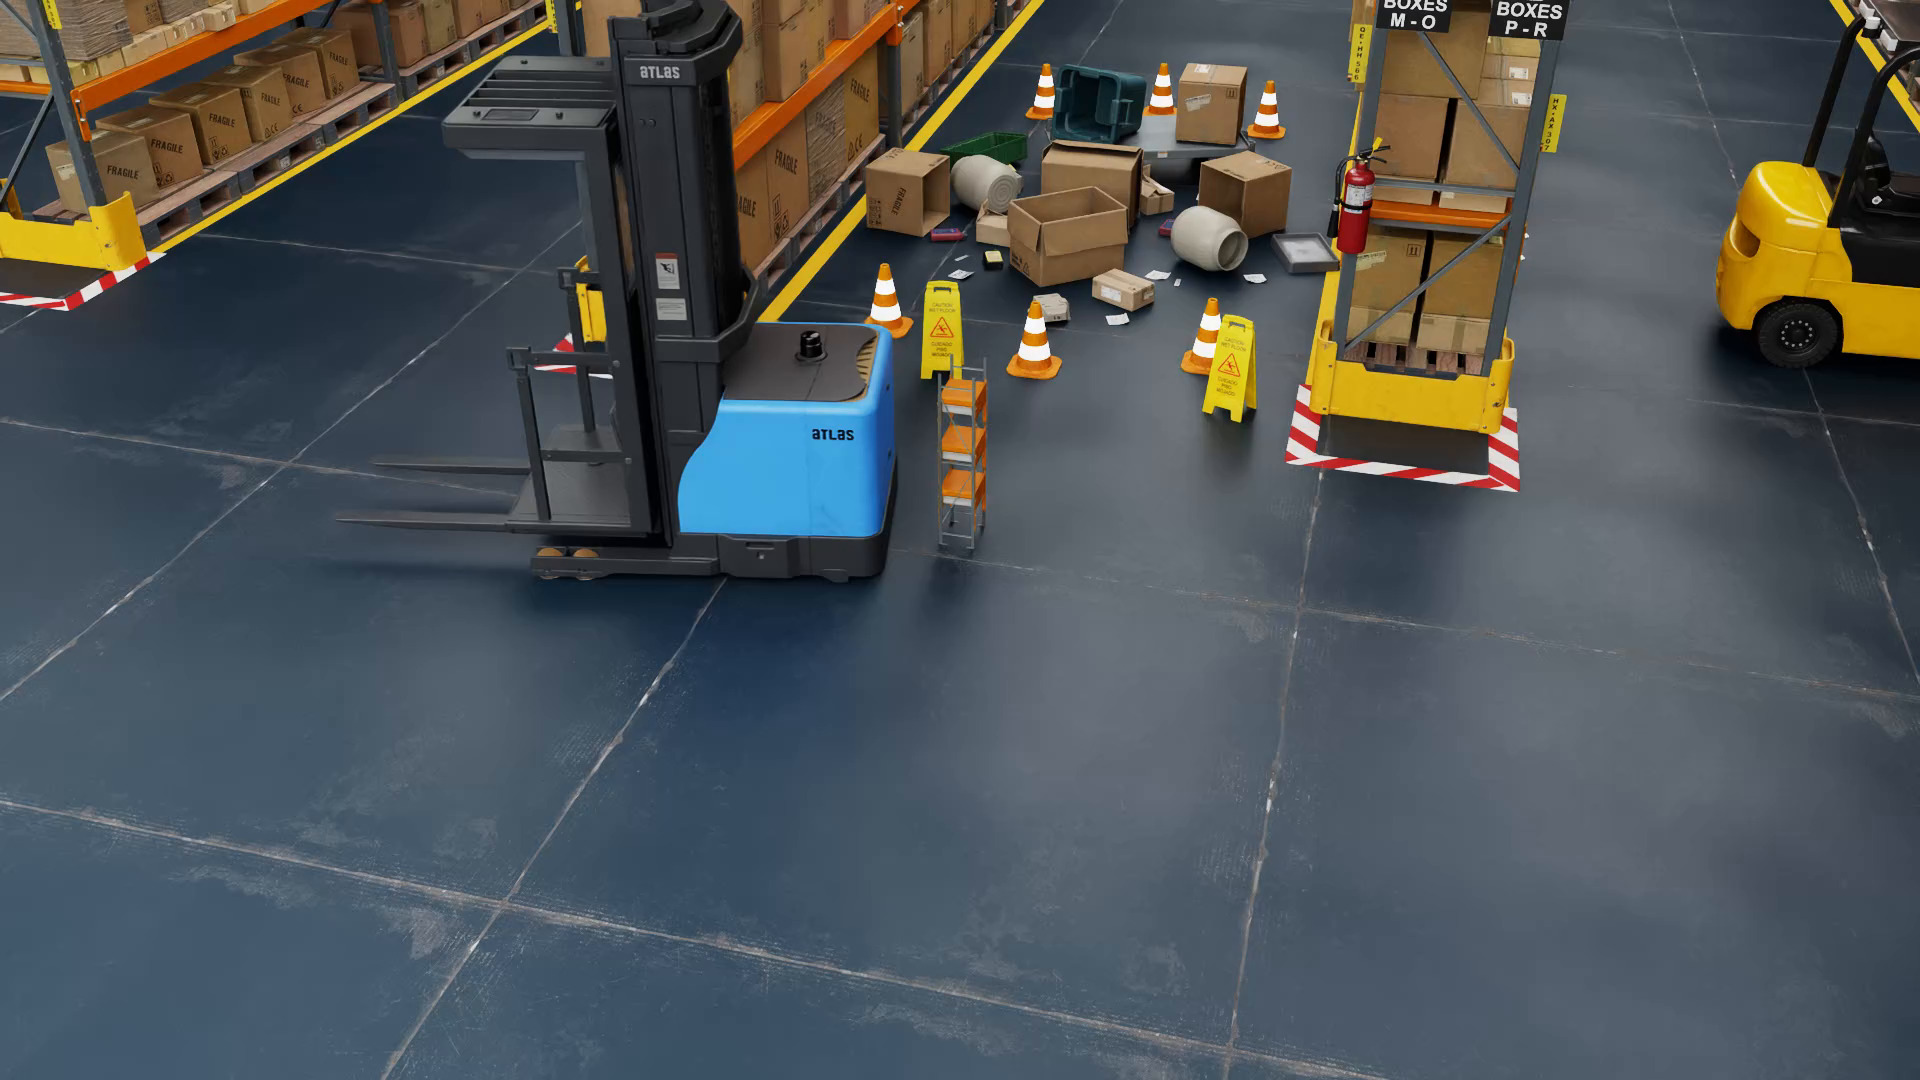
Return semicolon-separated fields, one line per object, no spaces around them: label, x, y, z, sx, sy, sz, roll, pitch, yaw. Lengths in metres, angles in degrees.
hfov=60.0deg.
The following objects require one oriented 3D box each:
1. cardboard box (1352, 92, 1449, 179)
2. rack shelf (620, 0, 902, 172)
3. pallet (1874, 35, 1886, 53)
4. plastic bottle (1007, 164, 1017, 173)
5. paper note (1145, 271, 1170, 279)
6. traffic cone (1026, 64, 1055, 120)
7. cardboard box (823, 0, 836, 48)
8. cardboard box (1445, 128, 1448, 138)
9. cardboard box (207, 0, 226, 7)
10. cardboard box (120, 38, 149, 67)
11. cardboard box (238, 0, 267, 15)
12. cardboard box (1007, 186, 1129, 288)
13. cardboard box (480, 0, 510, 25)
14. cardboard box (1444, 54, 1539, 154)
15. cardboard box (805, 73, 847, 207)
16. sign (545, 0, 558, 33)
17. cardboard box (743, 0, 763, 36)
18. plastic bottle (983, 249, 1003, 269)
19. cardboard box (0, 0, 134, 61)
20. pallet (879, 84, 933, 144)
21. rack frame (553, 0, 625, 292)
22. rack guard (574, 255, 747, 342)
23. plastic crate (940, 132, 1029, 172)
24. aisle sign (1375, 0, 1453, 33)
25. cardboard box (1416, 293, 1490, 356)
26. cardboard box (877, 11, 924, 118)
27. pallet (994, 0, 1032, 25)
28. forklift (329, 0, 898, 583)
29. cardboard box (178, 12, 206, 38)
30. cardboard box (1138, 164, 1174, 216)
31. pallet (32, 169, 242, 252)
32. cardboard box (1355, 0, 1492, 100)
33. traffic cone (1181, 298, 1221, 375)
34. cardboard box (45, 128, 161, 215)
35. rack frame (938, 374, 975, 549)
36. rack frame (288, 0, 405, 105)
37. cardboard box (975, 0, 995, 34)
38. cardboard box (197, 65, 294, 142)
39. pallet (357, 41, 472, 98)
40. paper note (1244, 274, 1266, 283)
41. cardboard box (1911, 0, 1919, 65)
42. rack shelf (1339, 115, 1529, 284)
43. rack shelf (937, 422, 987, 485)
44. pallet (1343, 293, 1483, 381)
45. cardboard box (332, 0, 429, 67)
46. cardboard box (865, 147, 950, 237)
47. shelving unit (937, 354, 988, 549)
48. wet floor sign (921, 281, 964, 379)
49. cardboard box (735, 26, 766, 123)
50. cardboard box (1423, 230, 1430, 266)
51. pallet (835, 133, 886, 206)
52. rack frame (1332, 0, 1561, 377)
cardboard box;2.664;-2.530;10.064;0.500;0.500;0.500;7;33;12
rack shelf;-1.513;-3.399;12.472;1.077;0.370;4.000;8;33;12
pallet;10.163;-5.358;17.481;1.003;0.211;1.213;8;33;12
plastic bottle;0.384;-3.152;14.151;0.133;0.061;0.283;-8;33;-13
paper note;1.468;-1.968;12.327;0.148;0.019;0.142;20;38;29
traffic cone;0.795;-4.160;15.363;0.336;0.463;0.334;8;33;12
cardboard box;-1.456;-4.058;12.698;0.875;0.550;0.550;8;33;12
cardboard box;3.427;-2.755;11.021;0.380;0.149;0.250;9;34;14
cardboard box;-6.309;-4.629;13.366;0.875;0.500;0.500;8;33;12
cardboard box;-6.330;-3.657;12.441;0.380;0.149;0.250;8;33;12
cardboard box;-5.943;-4.434;13.664;0.380;0.149;0.250;8;33;12
cardboard box;0.790;-2.246;12.314;0.797;0.503;0.637;-14;35;-21
cardboard box;-5.179;-5.740;17.403;0.700;0.500;0.500;11;34;16
cardboard box;3.310;-2.688;10.313;0.500;0.500;0.500;9;34;14
cardboard box;-1.458;-3.236;13.133;0.875;0.875;0.875;8;33;13
sign;-2.542;-3.335;10.399;0.100;0.325;0.005;8;33;12
cardboard box;-1.839;-3.669;11.079;0.875;0.550;0.550;8;33;12
plastic bottle;0.246;-2.123;12.533;0.133;0.061;0.283;-3;33;-4
cardboard box;-6.626;-3.842;12.127;0.875;0.500;0.500;8;33;12
pallet;-0.883;-3.975;15.305;1.003;0.211;1.213;8;33;12
rack frame;-2.021;-2.665;10.646;1.000;3.000;0.127;8;33;12
rack guard;-2.027;-1.598;11.297;1.175;0.500;0.348;8;33;12
plastic crate;0.218;-3.310;14.228;0.662;0.188;0.450;-28;32;-37
aisle sign;2.497;-3.148;8.982;0.394;0.787;0.004;8;33;12
cardboard box;3.265;-1.441;10.893;0.500;0.250;0.500;8;33;12
cardboard box;-0.935;-4.303;14.928;1.050;0.750;0.750;8;33;12
pallet;0.209;-6.045;18.562;1.003;0.211;1.213;8;33;12
forklift;-1.893;-1.302;8.565;3.031;2.935;1.130;2;32;3
cardboard box;-6.179;-4.052;13.062;0.380;0.149;0.250;8;33;12
cardboard box;1.525;-2.835;13.462;0.258;0.266;0.396;-14;35;-21
pallet;-6.533;-2.672;13.256;1.003;0.211;1.213;8;33;12
cardboard box;2.711;-2.928;9.757;0.700;0.500;0.500;7;33;11
traffic cone;1.654;-1.372;10.976;0.336;0.463;0.334;8;33;12
cardboard box;-6.618;-2.837;12.855;0.500;0.500;0.500;14;35;21
rack frame;-0.017;-0.408;8.912;0.200;1.050;0.008;8;33;12
rack frame;-5.777;-5.468;15.056;1.000;3.000;0.127;8;33;12
cardboard box;-0.232;-5.740;17.189;1.050;0.750;0.750;8;33;12
cardboard box;-6.137;-3.757;14.303;0.500;0.500;0.500;5;33;8
pallet;-5.581;-4.696;16.440;1.003;0.211;1.213;8;33;12
paper note;2.180;-1.936;12.267;0.142;0.019;0.148;-3;33;-4
cardboard box;9.525;-4.892;16.088;0.500;0.500;0.500;9;34;14
rack shelf;3.301;-2.778;11.494;1.077;0.370;4.000;8;33;12
rack shelf;0.014;-0.462;9.018;0.215;0.259;0.240;8;33;12
pallet;3.053;-1.323;11.134;1.003;0.211;1.213;8;33;12
cardboard box;-5.601;-4.915;16.105;0.700;0.500;0.500;6;33;9
cardboard box;-0.407;-2.742;13.094;0.500;0.500;0.500;14;35;21
shelving unit;0.014;-0.471;9.012;0.215;1.050;0.252;8;33;12
wet floor sign;-0.113;-1.387;10.830;0.267;0.644;0.232;3;33;4
cardboard box;-1.852;-3.215;11.372;0.875;0.550;0.550;8;33;12
cardboard box;3.399;-2.042;11.139;0.500;0.500;0.500;7;33;11
pallet;-1.274;-3.180;14.055;1.003;0.211;1.213;8;33;12
rack frame;2.793;-2.043;9.668;1.000;3.000;0.127;8;33;12
